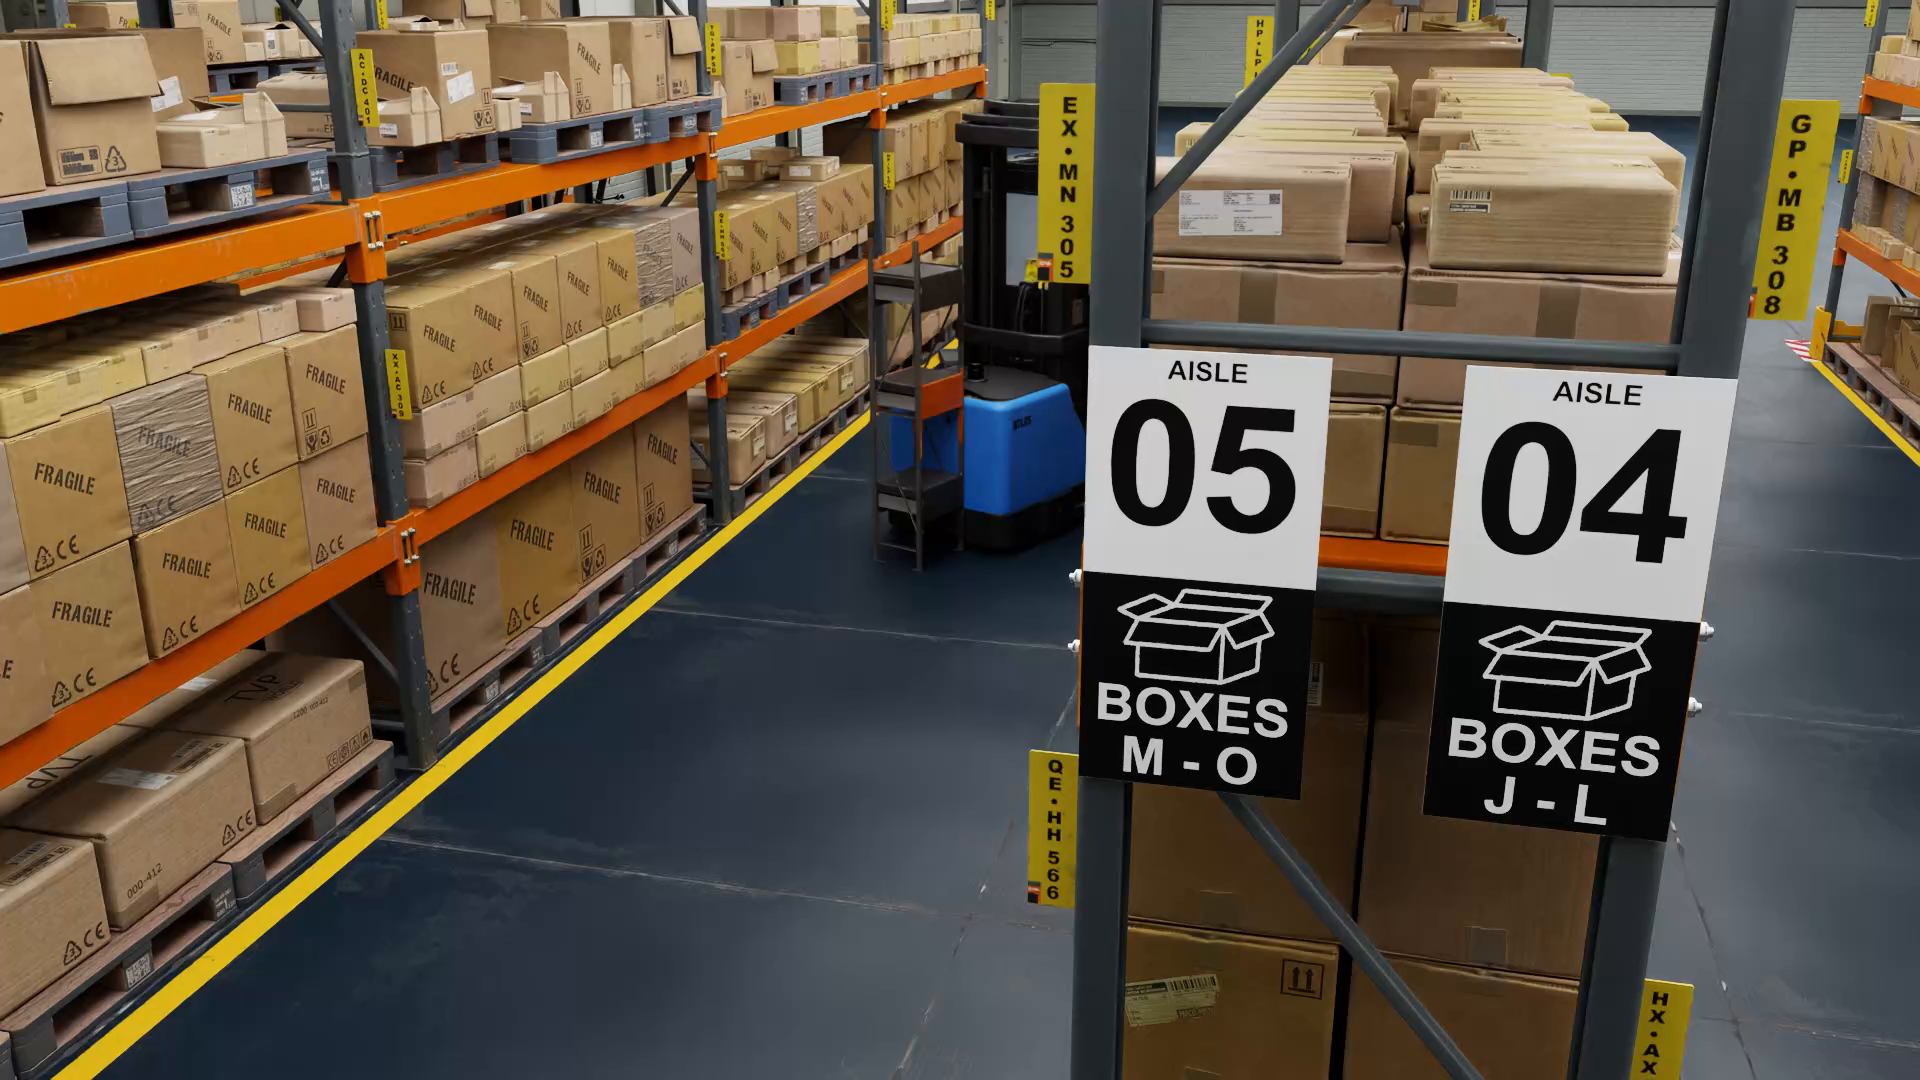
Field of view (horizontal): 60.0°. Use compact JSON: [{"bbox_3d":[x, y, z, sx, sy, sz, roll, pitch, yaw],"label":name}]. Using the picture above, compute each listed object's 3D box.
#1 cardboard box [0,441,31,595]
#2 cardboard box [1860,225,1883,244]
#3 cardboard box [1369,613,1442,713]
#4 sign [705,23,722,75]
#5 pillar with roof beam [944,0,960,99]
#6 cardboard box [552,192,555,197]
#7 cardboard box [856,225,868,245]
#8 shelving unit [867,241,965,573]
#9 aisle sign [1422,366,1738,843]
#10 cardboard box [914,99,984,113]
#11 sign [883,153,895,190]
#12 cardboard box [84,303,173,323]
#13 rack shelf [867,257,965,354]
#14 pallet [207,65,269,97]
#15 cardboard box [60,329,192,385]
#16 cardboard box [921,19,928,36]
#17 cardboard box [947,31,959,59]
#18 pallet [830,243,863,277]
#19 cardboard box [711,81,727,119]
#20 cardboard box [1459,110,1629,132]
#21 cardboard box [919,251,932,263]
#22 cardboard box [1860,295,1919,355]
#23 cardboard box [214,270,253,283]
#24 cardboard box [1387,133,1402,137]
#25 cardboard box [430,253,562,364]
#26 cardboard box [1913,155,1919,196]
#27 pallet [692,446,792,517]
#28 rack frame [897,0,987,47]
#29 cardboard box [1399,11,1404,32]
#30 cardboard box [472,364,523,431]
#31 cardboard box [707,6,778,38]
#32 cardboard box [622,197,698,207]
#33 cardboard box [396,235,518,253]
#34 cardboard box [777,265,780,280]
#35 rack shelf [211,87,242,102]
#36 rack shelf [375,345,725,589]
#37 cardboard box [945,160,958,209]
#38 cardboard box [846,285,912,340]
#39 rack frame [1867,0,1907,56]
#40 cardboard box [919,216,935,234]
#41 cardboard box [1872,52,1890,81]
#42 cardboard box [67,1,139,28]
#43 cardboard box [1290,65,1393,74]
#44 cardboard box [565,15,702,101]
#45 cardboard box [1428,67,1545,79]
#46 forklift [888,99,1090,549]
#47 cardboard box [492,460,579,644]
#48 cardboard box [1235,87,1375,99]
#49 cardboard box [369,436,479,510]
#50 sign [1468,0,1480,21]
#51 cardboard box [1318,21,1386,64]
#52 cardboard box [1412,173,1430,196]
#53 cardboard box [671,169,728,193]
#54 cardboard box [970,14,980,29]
[{"bbox_3d":[-3.481,-0.034,5.443,0.500,0.500,0.500,5,19,13],"label":"cardboard box"},{"bbox_3d":[8.951,-2.950,16.071,0.380,0.149,0.250,5,19,13],"label":"cardboard box"},{"bbox_3d":[1.197,0.359,3.834,0.500,0.500,0.500,5,20,15],"label":"cardboard box"},{"bbox_3d":[-1.621,-3.223,10.921,0.100,0.325,0.005,5,19,13],"label":"sign"},{"bbox_3d":[3.977,-14.341,39.751,9.100,9.000,0.400,5,19,13],"label":"pillar with roof beam"},{"bbox_3d":[-5.018,-4.177,19.121,0.500,0.500,0.500,5,20,15],"label":"cardboard box"},{"bbox_3d":[-1.038,-2.719,14.745,0.380,0.149,0.250,5,19,14],"label":"cardboard box"},{"bbox_3d":[-0.282,-0.880,11.016,0.431,2.100,0.503,13,23,33],"label":"shelving unit"},{"bbox_3d":[0.986,0.115,2.688,0.394,0.787,0.004,5,19,13],"label":"aisle sign"},{"bbox_3d":[-0.116,-4.559,18.234,0.700,0.500,0.500,4,19,12],"label":"cardboard box"},{"bbox_3d":[-0.641,-3.327,14.996,0.100,0.325,0.005,5,19,13],"label":"sign"},{"bbox_3d":[-3.532,-0.898,6.972,0.380,0.149,0.250,4,19,13],"label":"cardboard box"},{"bbox_3d":[-0.282,-1.530,10.794,0.431,0.518,0.480,13,23,33],"label":"rack shelf"},{"bbox_3d":[-6.622,-3.860,13.998,1.003,0.211,1.213,6,20,16],"label":"pallet"},{"bbox_3d":[-3.212,-0.707,6.411,0.380,0.149,0.250,5,19,13],"label":"cardboard box"},{"bbox_3d":[-0.521,-4.985,16.157,0.380,0.149,0.250,4,19,13],"label":"cardboard box"},{"bbox_3d":[-0.313,-5.063,17.000,0.500,0.250,0.500,5,20,15],"label":"cardboard box"},{"bbox_3d":[-1.508,-2.503,14.672,1.003,0.211,1.213,5,19,13],"label":"pallet"},{"bbox_3d":[-1.853,-3.089,11.659,0.396,0.266,0.258,5,19,13],"label":"cardboard box"},{"bbox_3d":[1.407,-0.957,4.049,0.380,0.149,0.250,5,20,15],"label":"cardboard box"},{"bbox_3d":[-0.499,-2.825,16.759,0.380,0.149,0.250,6,20,17],"label":"cardboard box"},{"bbox_3d":[9.238,-2.114,16.455,0.500,0.500,0.500,9,21,23],"label":"cardboard box"},{"bbox_3d":[-6.379,-2.327,14.092,0.500,0.250,0.500,4,19,12],"label":"cardboard box"},{"bbox_3d":[1.077,-1.096,5.073,0.500,0.250,0.500,5,19,14],"label":"cardboard box"},{"bbox_3d":[-2.526,-1.269,9.060,0.500,0.500,0.500,4,19,12],"label":"cardboard box"},{"bbox_3d":[8.517,-3.177,14.186,0.500,0.500,0.500,5,19,13],"label":"cardboard box"},{"bbox_3d":[-1.965,-0.493,12.805,1.003,0.211,1.213,5,19,13],"label":"pallet"},{"bbox_3d":[-0.203,-6.915,18.009,1.000,3.000,0.127,5,19,13],"label":"rack frame"},{"bbox_3d":[3.516,-4.372,14.175,0.500,0.250,0.500,4,19,13],"label":"cardboard box"},{"bbox_3d":[-2.653,-0.761,8.734,0.500,0.250,0.500,5,19,14],"label":"cardboard box"},{"bbox_3d":[-1.823,-4.297,13.796,0.500,0.250,0.500,4,19,12],"label":"cardboard box"},{"bbox_3d":[-2.200,-2.282,12.464,0.500,0.500,0.500,4,19,13],"label":"cardboard box"},{"bbox_3d":[-2.895,-1.478,9.673,0.500,0.500,0.500,5,19,14],"label":"cardboard box"},{"bbox_3d":[-1.614,-2.070,12.845,0.380,0.149,0.250,6,20,17],"label":"cardboard box"},{"bbox_3d":[-6.483,-3.665,14.249,1.077,0.370,4.000,5,19,13],"label":"rack shelf"},{"bbox_3d":[-2.646,-0.601,9.919,1.077,0.370,4.000,5,19,13],"label":"rack shelf"},{"bbox_3d":[-0.321,-3.759,17.436,0.500,0.500,0.500,5,19,13],"label":"cardboard box"},{"bbox_3d":[-0.774,-2.238,16.043,0.500,0.500,0.500,6,20,16],"label":"cardboard box"},{"bbox_3d":[9.407,-6.132,15.718,1.000,3.000,0.127,5,19,13],"label":"rack frame"},{"bbox_3d":[-0.470,-3.177,16.736,0.380,0.149,0.250,5,19,14],"label":"cardboard box"},{"bbox_3d":[9.039,-4.511,15.845,0.500,0.250,0.500,5,20,15],"label":"cardboard box"},{"bbox_3d":[-6.558,-3.880,12.805,0.500,0.500,0.500,5,19,14],"label":"cardboard box"},{"bbox_3d":[1.384,-1.657,6.099,0.380,0.149,0.250,4,19,12],"label":"cardboard box"},{"bbox_3d":[-2.103,-3.105,10.688,0.797,0.503,0.637,3,19,10],"label":"cardboard box"},{"bbox_3d":[1.879,-1.609,5.959,0.380,0.149,0.250,4,19,11],"label":"cardboard box"},{"bbox_3d":[0.770,-1.738,12.240,1.130,2.935,3.031,13,23,34],"label":"forklift"},{"bbox_3d":[-2.848,0.008,9.661,0.875,0.875,0.875,5,20,15],"label":"cardboard box"},{"bbox_3d":[1.016,-1.249,4.904,0.380,0.149,0.250,6,20,16],"label":"cardboard box"},{"bbox_3d":[-2.771,-0.360,8.334,0.500,0.250,0.500,4,19,12],"label":"cardboard box"},{"bbox_3d":[4.173,-4.236,13.521,0.100,0.325,0.005,5,19,13],"label":"sign"},{"bbox_3d":[2.175,-2.771,9.181,0.396,0.266,0.258,5,19,13],"label":"cardboard box"},{"bbox_3d":[1.334,-0.725,3.986,0.500,0.250,0.500,5,19,14],"label":"cardboard box"},{"bbox_3d":[-2.031,-2.797,12.967,0.380,0.149,0.250,4,19,11],"label":"cardboard box"},{"bbox_3d":[0.001,-5.624,18.027,0.380,0.149,0.250,5,19,14],"label":"cardboard box"}]
